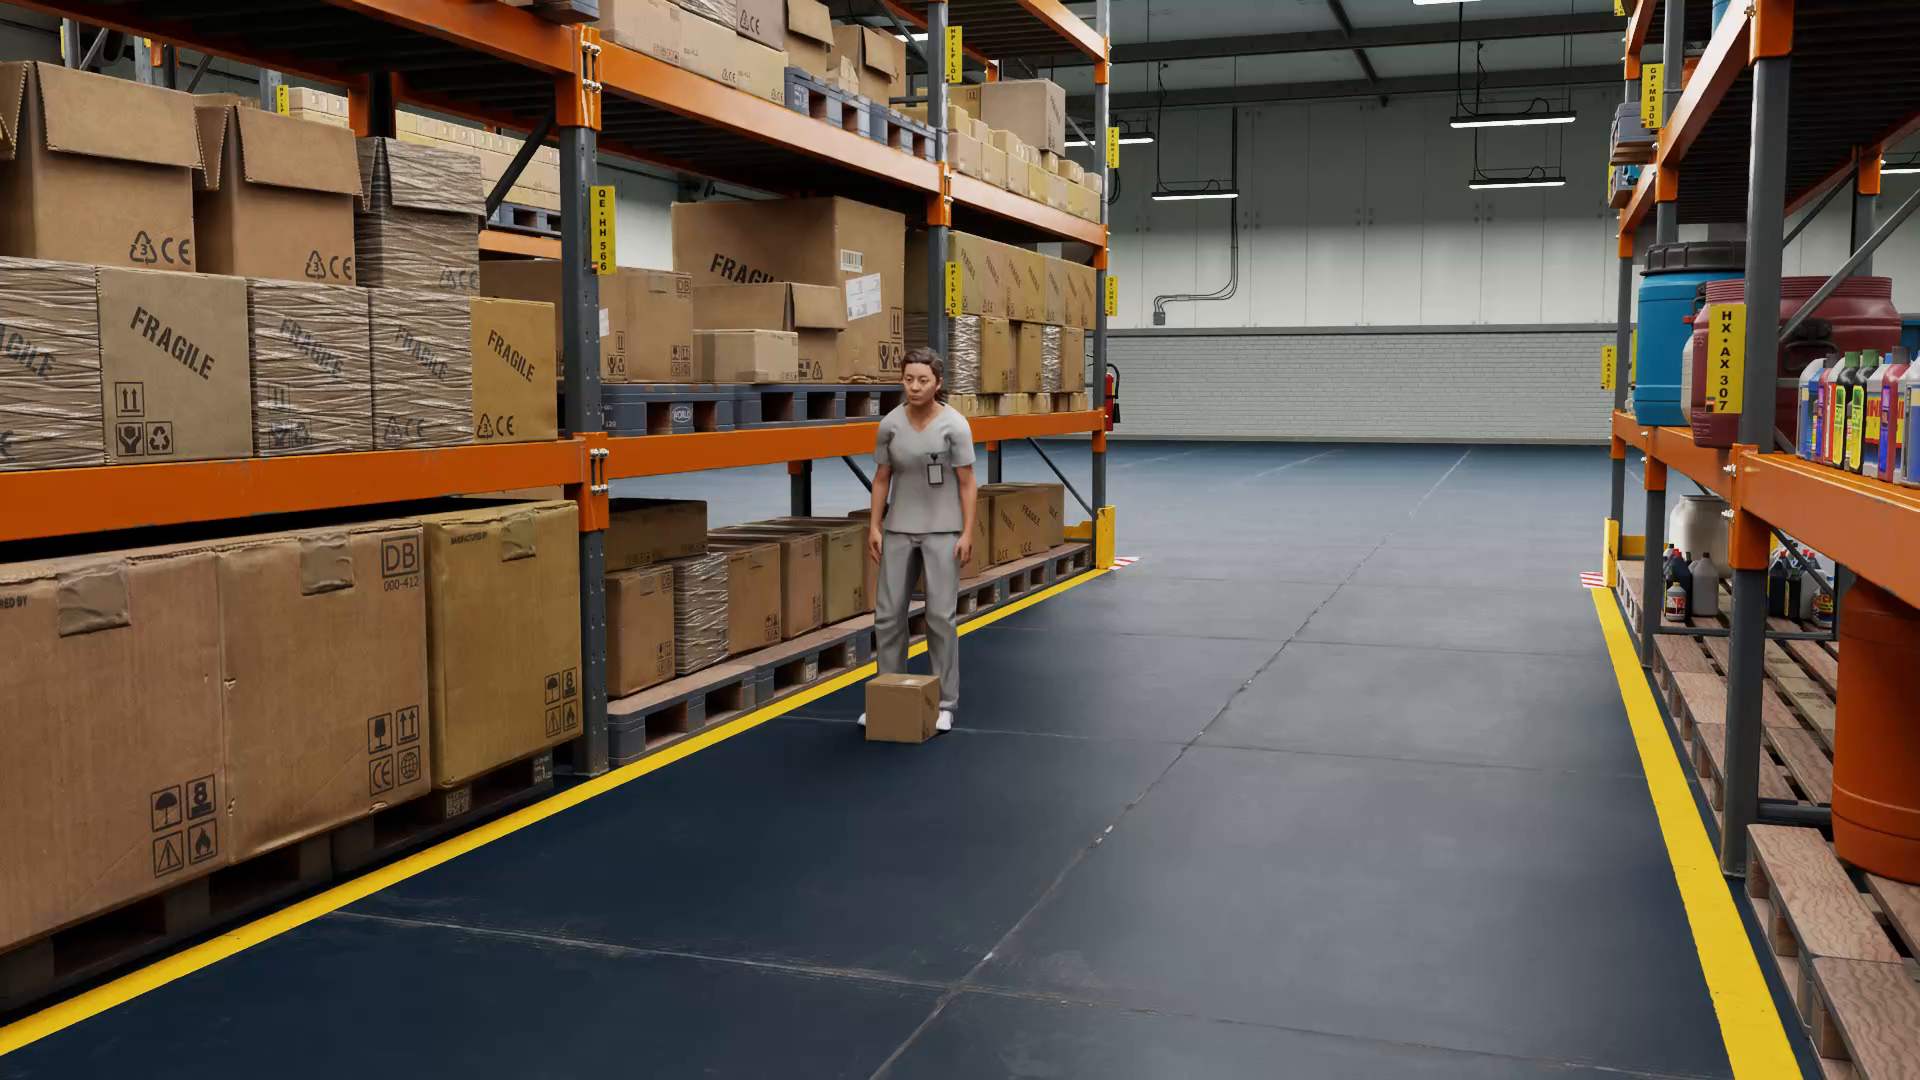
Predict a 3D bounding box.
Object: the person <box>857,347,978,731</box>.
[{"bbox_3d":[-0.175,-0.009,7.310,0.499,1.671,0.362,2,5,16],"label":"person"}]
